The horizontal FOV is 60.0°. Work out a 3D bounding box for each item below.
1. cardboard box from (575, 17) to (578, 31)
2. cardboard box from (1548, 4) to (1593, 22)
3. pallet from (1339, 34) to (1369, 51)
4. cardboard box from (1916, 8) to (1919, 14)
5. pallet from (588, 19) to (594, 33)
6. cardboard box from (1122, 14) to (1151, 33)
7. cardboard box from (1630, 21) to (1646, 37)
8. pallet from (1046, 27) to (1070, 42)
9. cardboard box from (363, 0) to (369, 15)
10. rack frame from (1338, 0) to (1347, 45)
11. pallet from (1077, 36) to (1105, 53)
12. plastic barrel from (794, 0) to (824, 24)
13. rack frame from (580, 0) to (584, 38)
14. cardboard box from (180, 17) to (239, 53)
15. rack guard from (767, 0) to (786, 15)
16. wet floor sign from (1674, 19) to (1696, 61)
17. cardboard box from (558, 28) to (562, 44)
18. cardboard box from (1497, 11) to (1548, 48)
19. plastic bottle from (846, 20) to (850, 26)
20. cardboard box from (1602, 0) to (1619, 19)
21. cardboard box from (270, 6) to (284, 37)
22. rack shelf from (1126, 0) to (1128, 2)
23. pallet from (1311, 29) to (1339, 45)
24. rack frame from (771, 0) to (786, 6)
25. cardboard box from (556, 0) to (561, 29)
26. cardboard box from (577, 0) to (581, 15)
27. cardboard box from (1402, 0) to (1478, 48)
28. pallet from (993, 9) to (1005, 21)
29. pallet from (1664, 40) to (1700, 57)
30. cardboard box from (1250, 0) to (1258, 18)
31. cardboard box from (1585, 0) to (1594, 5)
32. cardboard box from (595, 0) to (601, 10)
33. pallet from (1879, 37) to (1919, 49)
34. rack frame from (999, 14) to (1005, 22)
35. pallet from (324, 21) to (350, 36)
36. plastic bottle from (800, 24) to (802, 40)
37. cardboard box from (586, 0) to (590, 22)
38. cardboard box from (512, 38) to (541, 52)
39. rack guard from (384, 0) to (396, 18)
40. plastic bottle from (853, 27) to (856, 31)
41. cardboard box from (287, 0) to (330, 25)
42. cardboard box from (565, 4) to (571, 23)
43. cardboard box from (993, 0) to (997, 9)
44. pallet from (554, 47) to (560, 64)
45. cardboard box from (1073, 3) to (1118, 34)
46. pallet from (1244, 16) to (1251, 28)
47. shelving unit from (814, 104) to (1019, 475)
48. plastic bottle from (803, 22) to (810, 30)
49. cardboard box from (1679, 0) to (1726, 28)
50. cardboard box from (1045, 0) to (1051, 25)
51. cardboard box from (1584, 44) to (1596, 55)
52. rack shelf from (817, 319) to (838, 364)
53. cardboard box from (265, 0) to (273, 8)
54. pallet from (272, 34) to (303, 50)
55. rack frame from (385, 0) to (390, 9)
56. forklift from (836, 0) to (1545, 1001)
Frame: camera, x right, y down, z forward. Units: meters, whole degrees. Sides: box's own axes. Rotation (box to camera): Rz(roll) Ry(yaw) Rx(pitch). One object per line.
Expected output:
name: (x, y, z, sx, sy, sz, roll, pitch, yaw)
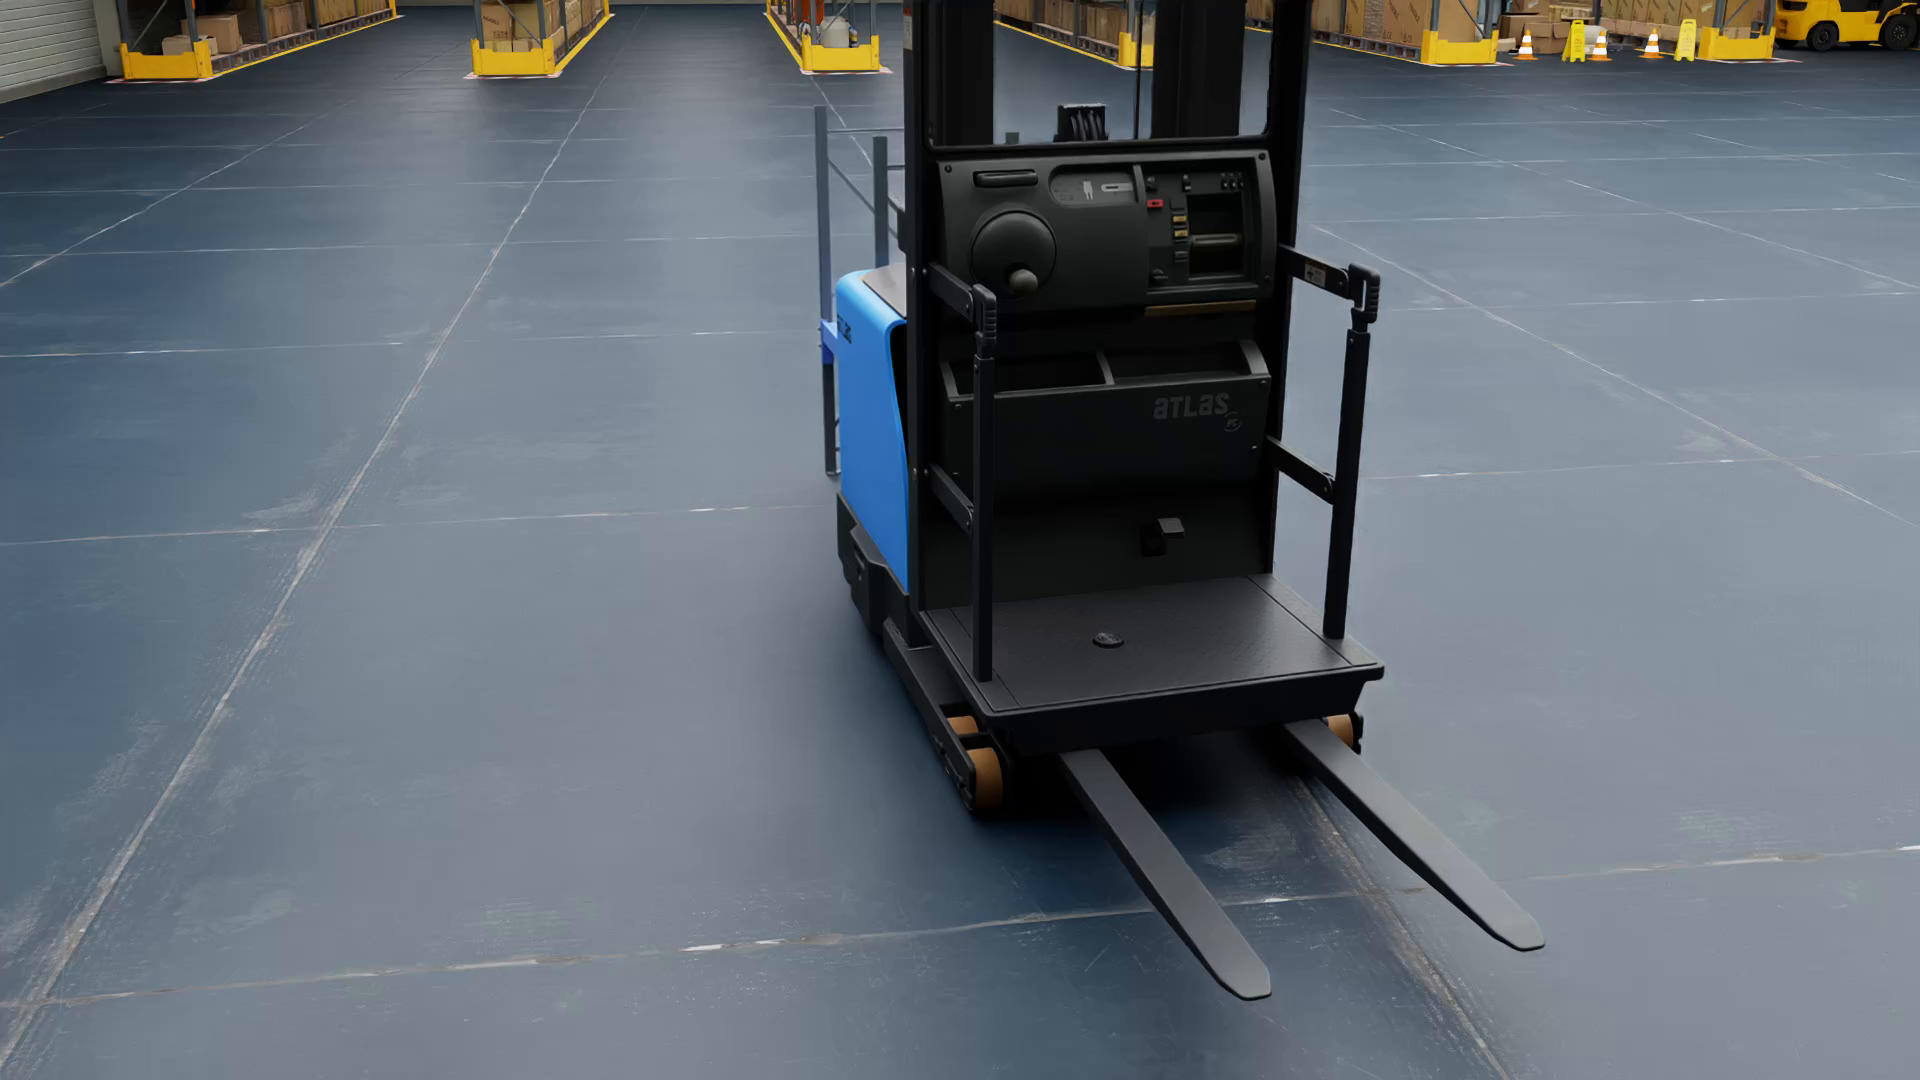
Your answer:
cardboard box: (-7.374, -9.570, 30.882, 0.500, 0.250, 0.500, -2, 21, -7)
cardboard box: (12.061, -10.434, 33.020, 0.950, 0.372, 0.625, -2, 21, -6)
pallet: (7.496, -8.939, 29.848, 1.003, 0.211, 1.213, -3, 21, -8)
cardboard box: (17.300, -9.311, 29.475, 0.500, 0.250, 0.500, -3, 21, -9)
pallet: (-8.081, -10.560, 34.187, 1.003, 0.211, 1.213, -3, 21, -8)
cardboard box: (2.925, -8.360, 27.286, 0.500, 0.500, 0.500, 2, 21, 6)
cardboard box: (12.333, -9.120, 29.677, 0.500, 0.250, 0.500, -3, 21, -8)
pallet: (2.249, -9.684, 31.842, 1.003, 0.211, 1.213, -3, 21, -8)
cardboard box: (-13.392, -11.782, 36.446, 0.700, 0.500, 0.500, -3, 21, -8)
rack frame: (7.464, -10.513, 30.076, 1.000, 3.000, 0.127, -3, 21, -8)
pallet: (2.673, -8.760, 29.370, 1.003, 0.211, 1.213, -3, 21, -8)
plastic barrel: (-3.024, -10.781, 33.296, 0.600, 0.830, 0.708, -3, 21, -8)
rack frame: (-7.838, -11.184, 31.873, 1.000, 3.000, 0.127, -3, 21, -8)
cardboard box: (-11.736, -7.896, 26.014, 0.700, 0.500, 0.500, -4, 21, -11)
rack guard: (-4.106, -13.039, 40.413, 1.175, 0.500, 0.348, -3, 21, -8)
wet floor sign: (11.893, -8.190, 27.221, 0.267, 0.644, 0.232, 4, 21, 11)
cardboard box: (-6.916, -8.385, 27.708, 0.500, 0.250, 0.500, -3, 21, -8)
cardboard box: (10.023, -9.110, 29.695, 0.797, 0.637, 0.503, -3, 21, -8)
plastic bottle: (-1.907, -8.626, 28.182, 0.144, 0.351, 0.185, -3, 21, -8)
cardboard box: (12.166, -9.839, 30.531, 0.500, 0.500, 0.500, -2, 21, -5)
cardboard box: (-12.444, -9.192, 29.484, 0.700, 0.500, 0.500, -3, 21, -7)
rack shelf: (2.830, -9.268, 27.771, 1.077, 0.370, 4.000, -3, 21, -8)
pallet: (7.278, -9.470, 31.269, 1.003, 0.211, 1.213, -3, 21, -8)
rack frame: (-4.090, -14.202, 39.955, 1.000, 3.000, 0.127, -3, 21, -8)
cardboard box: (-6.918, -8.736, 27.576, 0.500, 0.500, 0.500, -3, 21, -8)
cardboard box: (-7.519, -10.186, 31.730, 0.500, 0.311, 0.500, -2, 21, -6)
cardboard box: (7.878, -8.560, 27.286, 0.875, 0.875, 0.875, -3, 21, -7)
pallet: (1.356, -12.028, 38.119, 1.003, 0.211, 1.213, -3, 21, -8)
pallet: (12.832, -8.415, 28.446, 1.003, 0.211, 1.213, -3, 21, -8)
cardboard box: (6.463, -11.318, 35.204, 0.500, 0.500, 0.500, -2, 21, -6)
cardboard box: (15.758, -13.355, 40.660, 0.700, 0.500, 0.500, -4, 21, -10)
cardboard box: (-8.562, -12.366, 38.338, 0.500, 0.250, 0.500, -3, 21, -8)
pallet: (17.512, -9.042, 30.123, 1.003, 0.211, 1.213, -3, 21, -8)
rack frame: (1.388, -13.067, 36.916, 1.000, 3.000, 0.127, -3, 21, -8)
pallet: (-12.952, -10.325, 33.558, 1.003, 0.211, 1.213, -3, 21, -8)
plastic bottle: (-2.674, -8.735, 28.580, 0.152, 0.276, 0.135, -2, 21, -6)
cardboard box: (-7.770, -10.746, 33.644, 0.500, 0.500, 0.500, -3, 21, -8)
cardboard box: (-6.542, -7.520, 25.392, 0.500, 0.250, 0.500, -3, 21, -8)
rack guard: (-13.897, -12.540, 39.077, 1.175, 0.500, 0.348, -3, 21, -8)
plastic bottle: (-1.751, -8.319, 27.456, 0.061, 0.283, 0.133, -3, 21, -7)
cardboard box: (-12.716, -10.384, 32.203, 0.750, 0.750, 0.750, -3, 21, -8)
cardboard box: (-7.142, -9.300, 29.356, 0.500, 0.311, 0.500, -3, 21, -8)
cardboard box: (1.243, -12.813, 38.671, 0.875, 0.875, 0.875, -3, 21, -8)
pallet: (-7.010, -7.792, 26.777, 1.003, 0.211, 1.213, -3, 21, -8)
cardboard box: (2.474, -9.546, 30.432, 0.700, 0.500, 0.500, -5, 21, -12)
pallet: (6.604, -11.283, 36.125, 1.003, 0.211, 1.213, -3, 21, -8)
shelving unit: (-0.183, -0.832, 6.301, 0.538, 1.500, 1.048, -6, 21, -15)
plastic bottle: (-2.539, -8.435, 27.671, 0.144, 0.351, 0.185, -2, 21, -6)
cardboard box: (12.551, -8.936, 28.114, 0.500, 0.500, 0.500, -3, 21, -7)
cardboard box: (2.081, -10.486, 32.950, 0.700, 0.500, 0.500, -4, 21, -11)
cardboard box: (10.737, -8.428, 28.570, 0.380, 0.149, 0.250, 8, 22, 20)
rack shelf: (-0.183, -0.664, 6.364, 0.538, 0.185, 1.000, -6, 21, -15)
cardboard box: (-12.431, -9.521, 29.292, 0.500, 0.250, 0.500, -4, 21, -9)
pallet: (-12.456, -8.934, 29.836, 1.003, 0.211, 1.213, -3, 21, -8)
rack frame: (-13.893, -13.703, 38.617, 1.000, 3.000, 0.127, -3, 21, -8)
forklift: (0.460, -0.820, 4.222, 1.130, 2.935, 3.031, -6, 21, -15)
